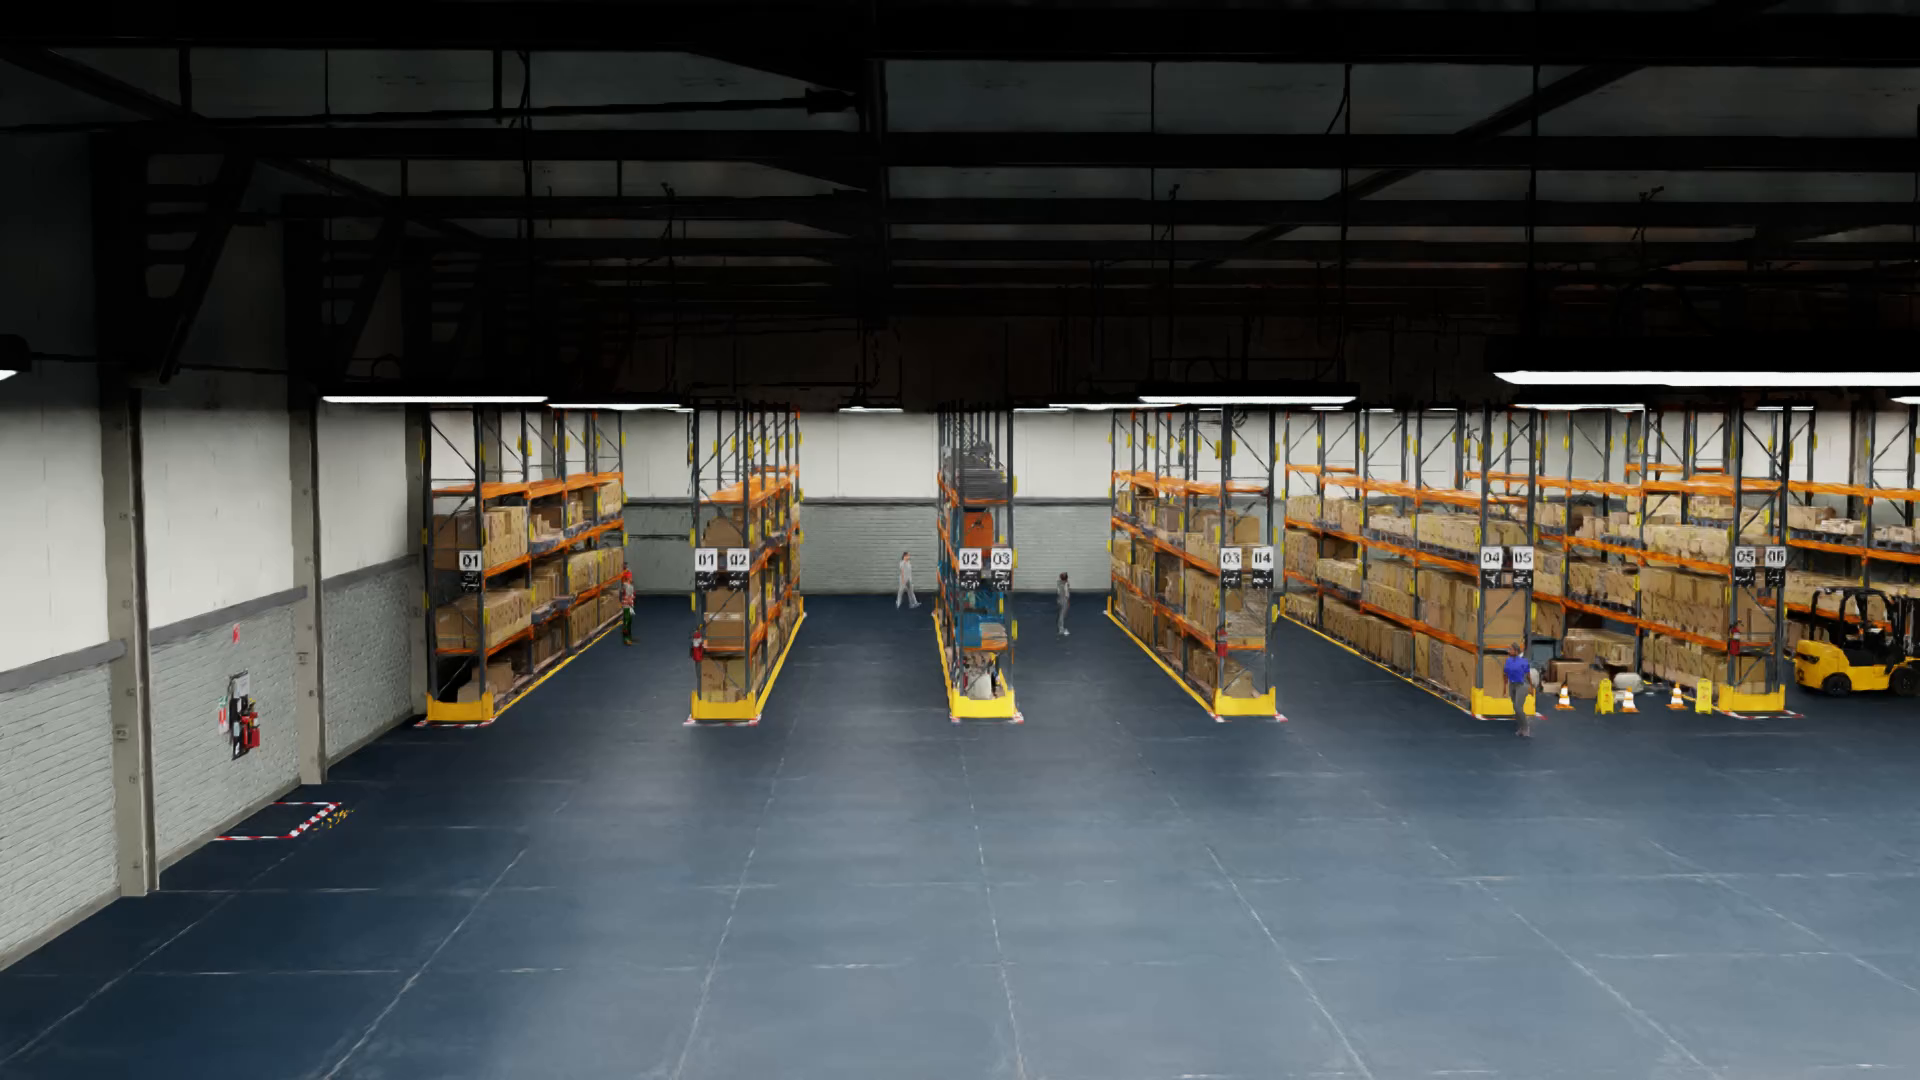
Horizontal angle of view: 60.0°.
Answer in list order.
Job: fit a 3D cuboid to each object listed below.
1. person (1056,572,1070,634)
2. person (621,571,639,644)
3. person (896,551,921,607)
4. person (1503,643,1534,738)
[{"bbox_3d":[2.717,1.622,43.312,0.420,1.602,0.506,-2,5,-28],"label":"person"},{"bbox_3d":[-8.214,1.663,41.407,0.471,1.789,0.621,-2,5,-21],"label":"person"},{"bbox_3d":[-1.574,1.142,49.247,0.558,1.658,0.687,3,5,34],"label":"person"},{"bbox_3d":[9.934,2.647,29.544,0.473,1.641,0.570,-3,5,-34],"label":"person"}]
